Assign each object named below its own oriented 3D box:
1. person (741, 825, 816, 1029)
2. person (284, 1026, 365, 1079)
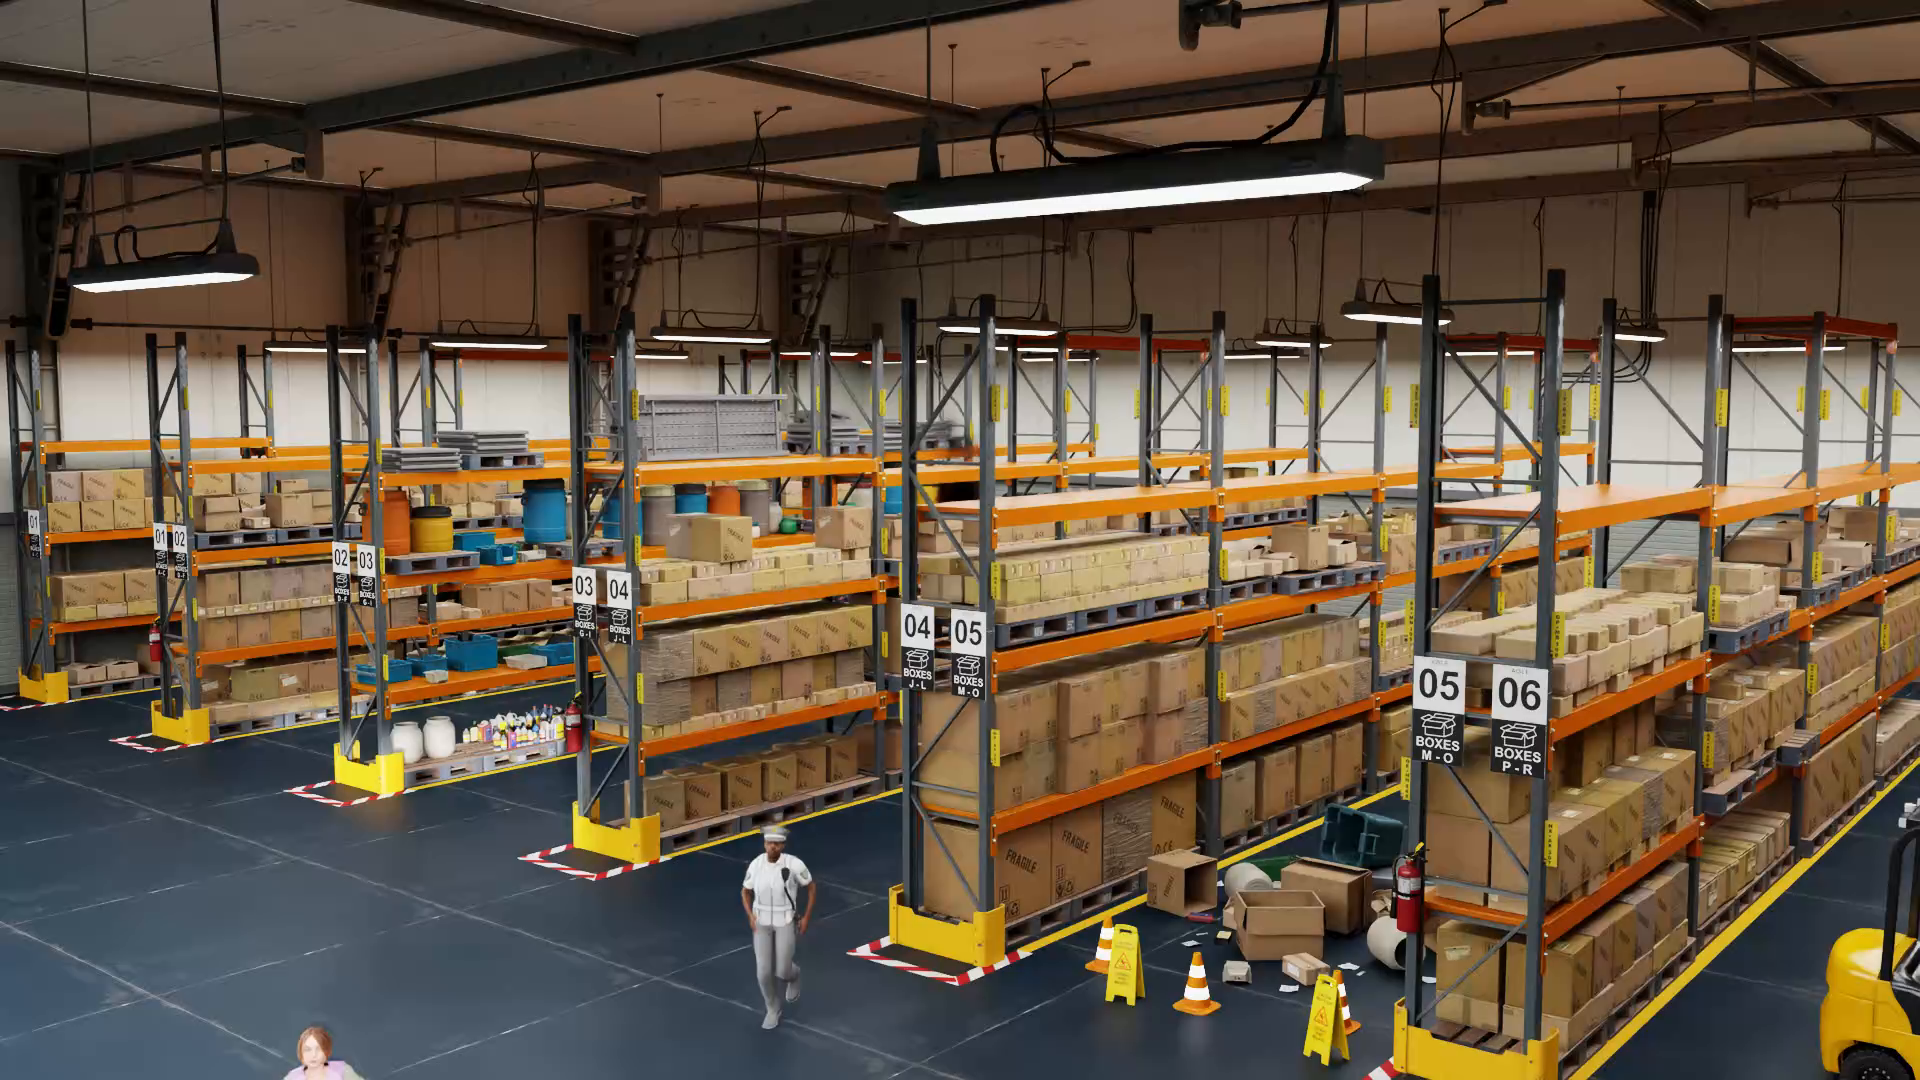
[{"bbox_3d":[-1.493,3.133,13.638,0.610,1.664,0.595,0,5,5],"label":"person"},{"bbox_3d":[-3.637,3.541,9.484,0.555,1.554,0.563,-1,5,-14],"label":"person"}]
